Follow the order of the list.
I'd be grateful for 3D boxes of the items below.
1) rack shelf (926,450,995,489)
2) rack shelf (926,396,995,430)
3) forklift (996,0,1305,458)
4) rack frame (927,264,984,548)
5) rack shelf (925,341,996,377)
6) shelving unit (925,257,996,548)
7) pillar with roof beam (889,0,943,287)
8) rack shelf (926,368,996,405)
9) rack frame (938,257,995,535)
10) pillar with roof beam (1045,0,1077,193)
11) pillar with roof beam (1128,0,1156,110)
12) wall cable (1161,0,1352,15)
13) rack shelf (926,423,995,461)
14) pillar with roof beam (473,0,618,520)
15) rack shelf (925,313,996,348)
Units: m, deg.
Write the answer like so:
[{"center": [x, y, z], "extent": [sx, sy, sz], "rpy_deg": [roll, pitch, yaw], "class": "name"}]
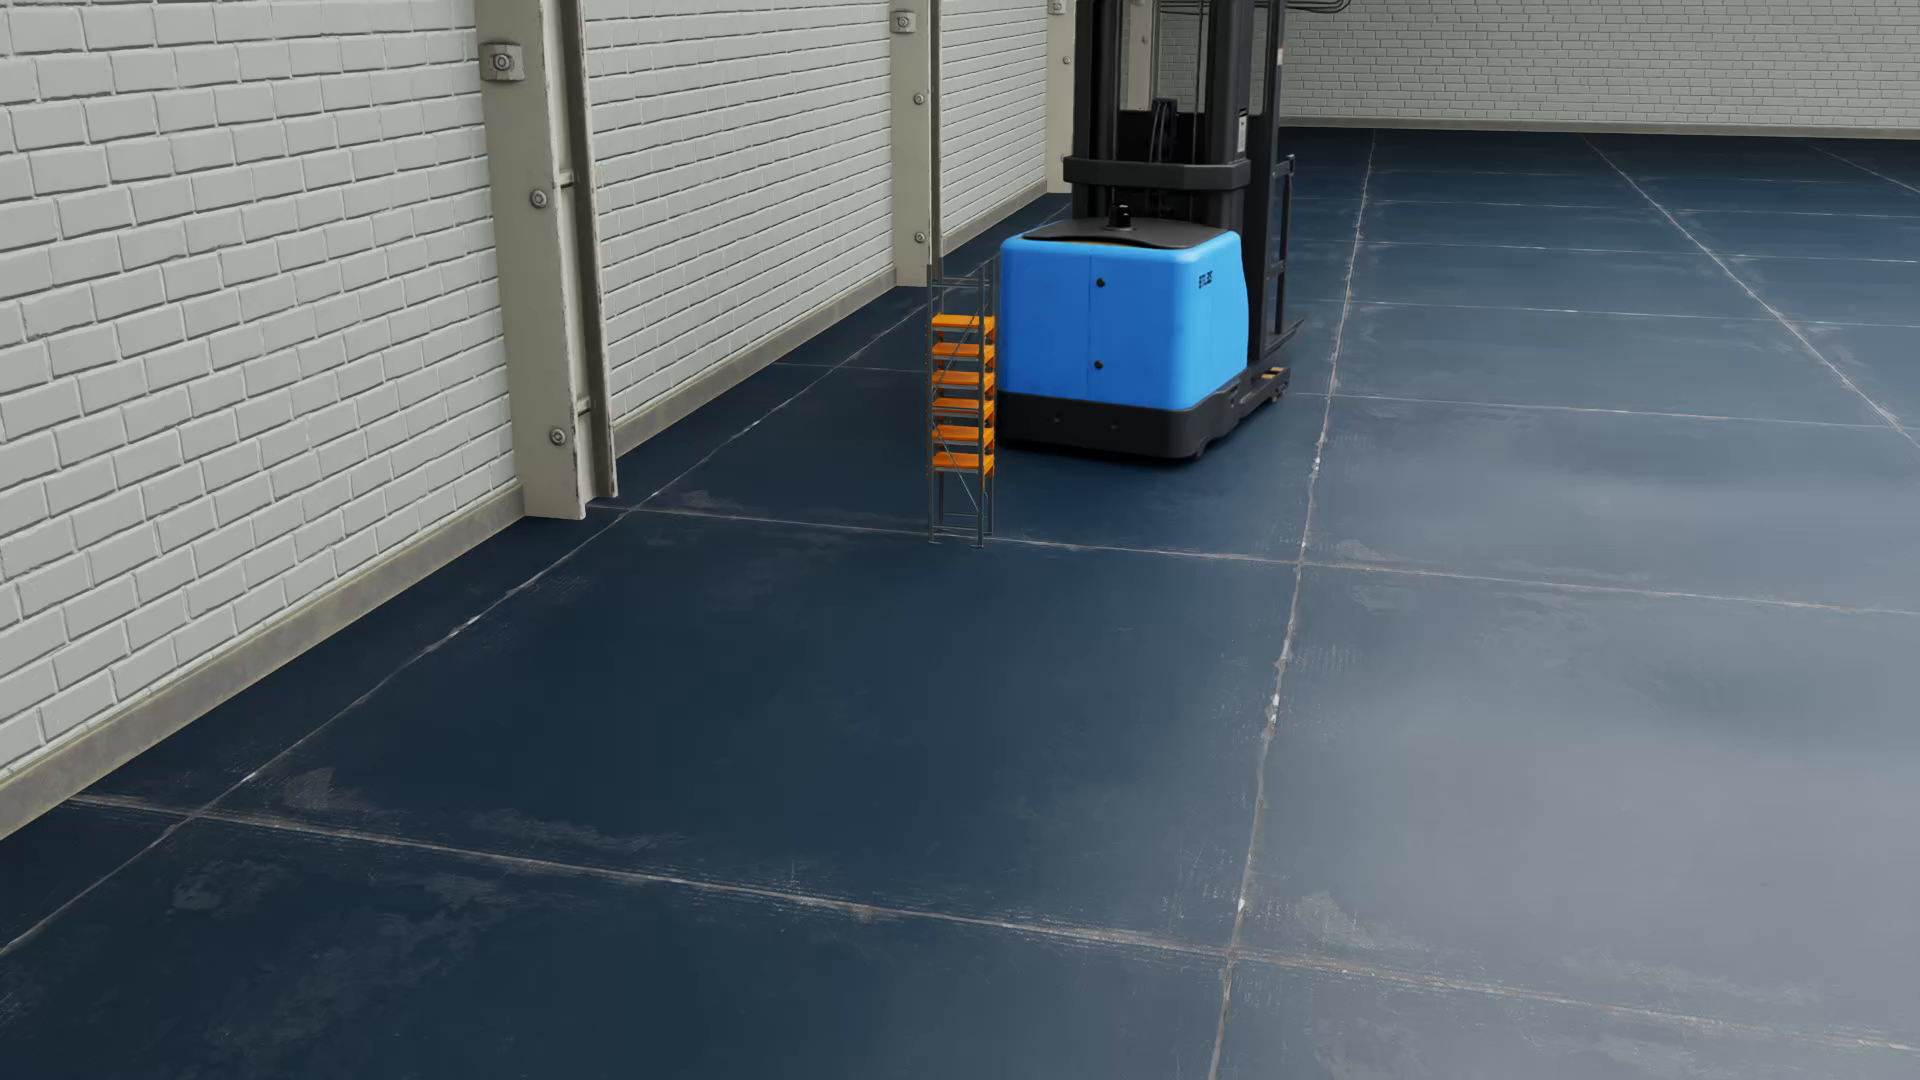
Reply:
[{"center": [0.004, -0.303, 7.099], "extent": [0.258, 0.103, 0.180], "rpy_deg": [5, 19, 13], "class": "rack shelf"}, {"center": [0.004, -0.530, 7.021], "extent": [0.258, 0.103, 0.180], "rpy_deg": [5, 19, 13], "class": "rack shelf"}, {"center": [1.270, -2.221, 9.157], "extent": [1.130, 2.935, 3.031], "rpy_deg": [9, 21, 24], "class": "forklift"}, {"center": [-0.019, -0.544, 6.923], "extent": [0.240, 1.200, 0.006], "rpy_deg": [5, 19, 13], "class": "rack frame"}, {"center": [0.004, -0.757, 6.944], "extent": [0.258, 0.103, 0.180], "rpy_deg": [5, 19, 13], "class": "rack shelf"}, {"center": [0.004, -0.572, 7.007], "extent": [0.258, 1.200, 0.189], "rpy_deg": [5, 19, 13], "class": "shelving unit"}, {"center": [3.839, -5.963, 10.723], "extent": [9.100, 9.000, 0.400], "rpy_deg": [5, 19, 13], "class": "pillar with roof beam"}, {"center": [0.004, -0.644, 6.982], "extent": [0.258, 0.103, 0.180], "rpy_deg": [5, 19, 13], "class": "rack shelf"}, {"center": [0.026, -0.601, 7.091], "extent": [0.240, 1.200, 0.006], "rpy_deg": [5, 19, 13], "class": "rack frame"}, {"center": [5.305, -7.844, 16.229], "extent": [9.100, 9.000, 0.400], "rpy_deg": [5, 19, 13], "class": "pillar with roof beam"}, {"center": [6.771, -9.724, 21.735], "extent": [9.100, 9.000, 0.400], "rpy_deg": [5, 19, 13], "class": "pillar with roof beam"}, {"center": [4.599, -9.414, 25.630], "extent": [3.097, 2.526, 0.112], "rpy_deg": [5, 19, 13], "class": "wall cable"}, {"center": [0.004, -0.417, 7.060], "extent": [0.258, 0.103, 0.180], "rpy_deg": [5, 19, 13], "class": "rack shelf"}, {"center": [2.373, -4.082, 5.218], "extent": [9.100, 9.000, 0.400], "rpy_deg": [5, 19, 13], "class": "pillar with roof beam"}, {"center": [0.004, -0.871, 6.905], "extent": [0.258, 0.103, 0.180], "rpy_deg": [5, 19, 13], "class": "rack shelf"}]
